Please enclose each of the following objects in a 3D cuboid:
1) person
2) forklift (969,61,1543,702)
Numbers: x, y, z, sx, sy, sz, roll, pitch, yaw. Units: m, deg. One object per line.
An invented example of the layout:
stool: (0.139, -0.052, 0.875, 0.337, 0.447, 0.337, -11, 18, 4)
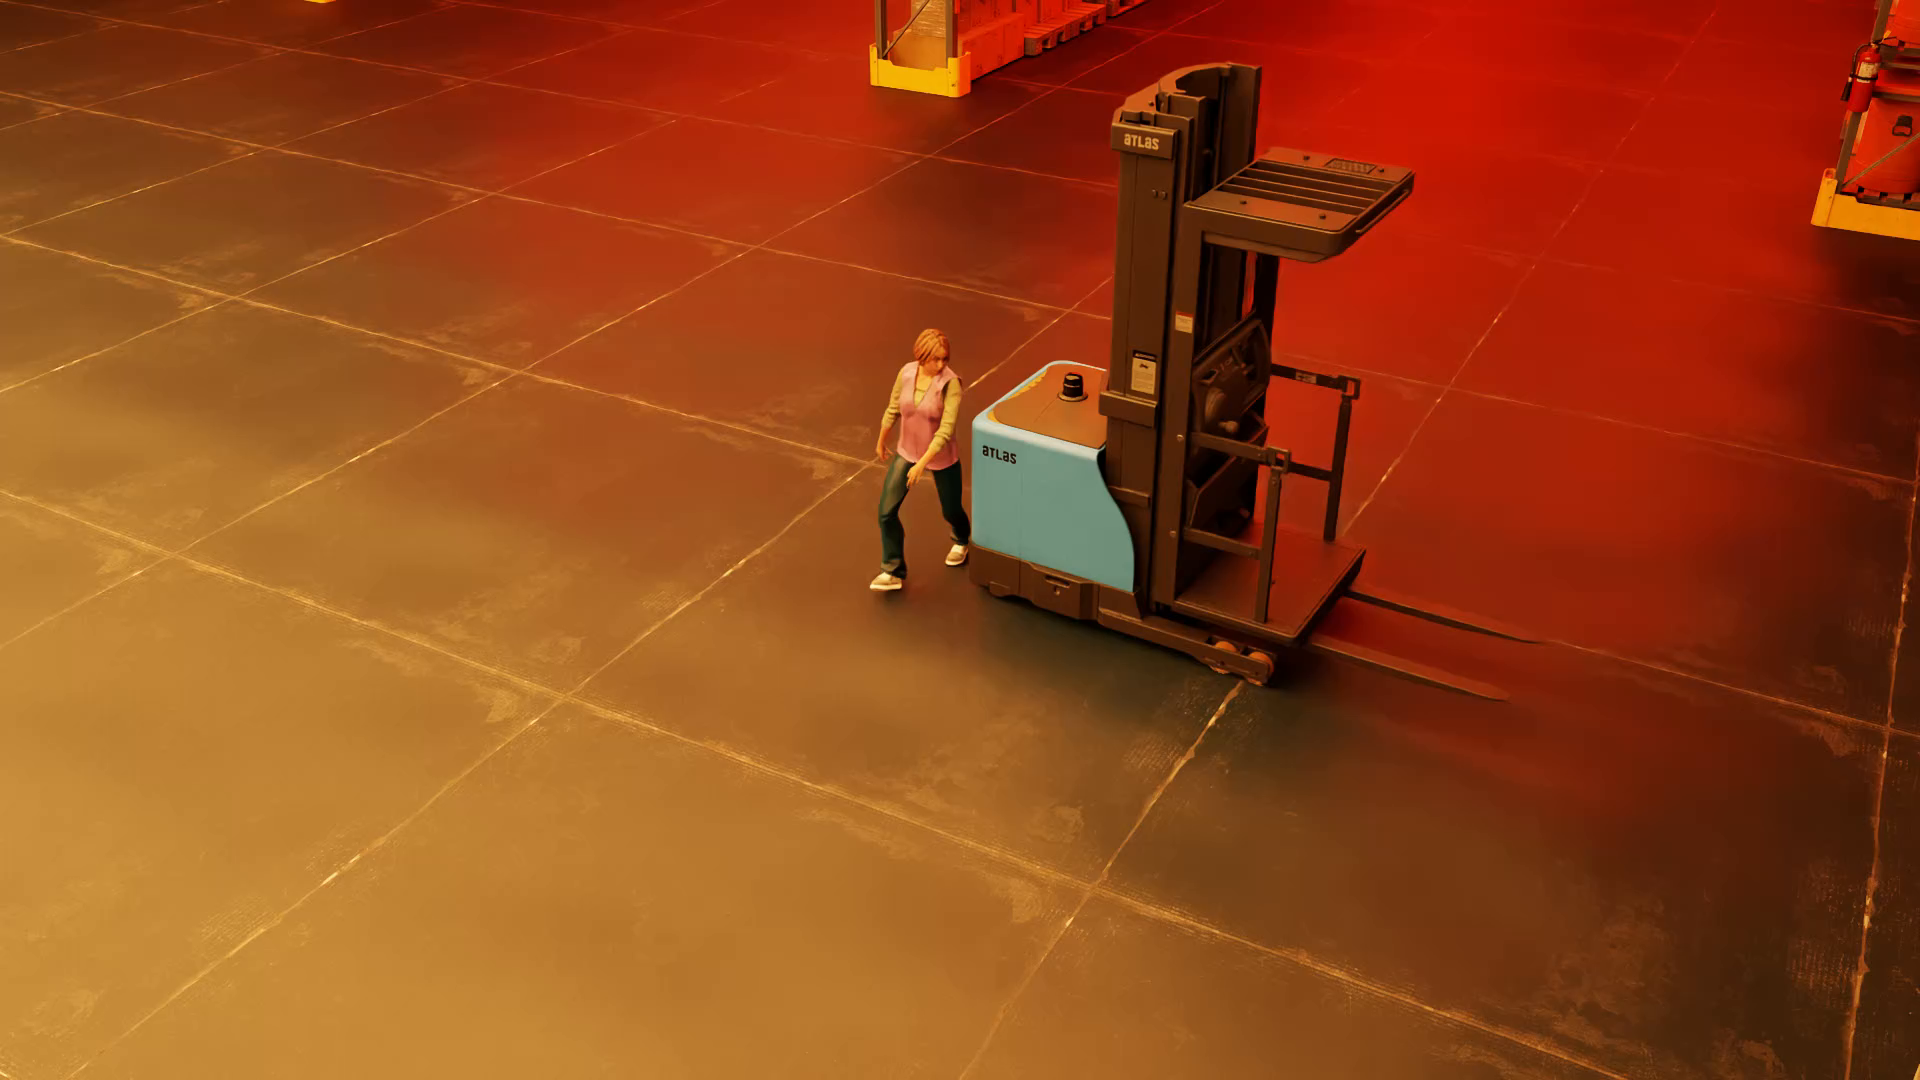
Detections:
person: (-0.251, -0.460, 9.285, 0.540, 1.521, 0.797, 10, 31, 16)
forklift: (1.575, -0.818, 8.488, 3.031, 2.935, 1.130, 17, 34, 27)
